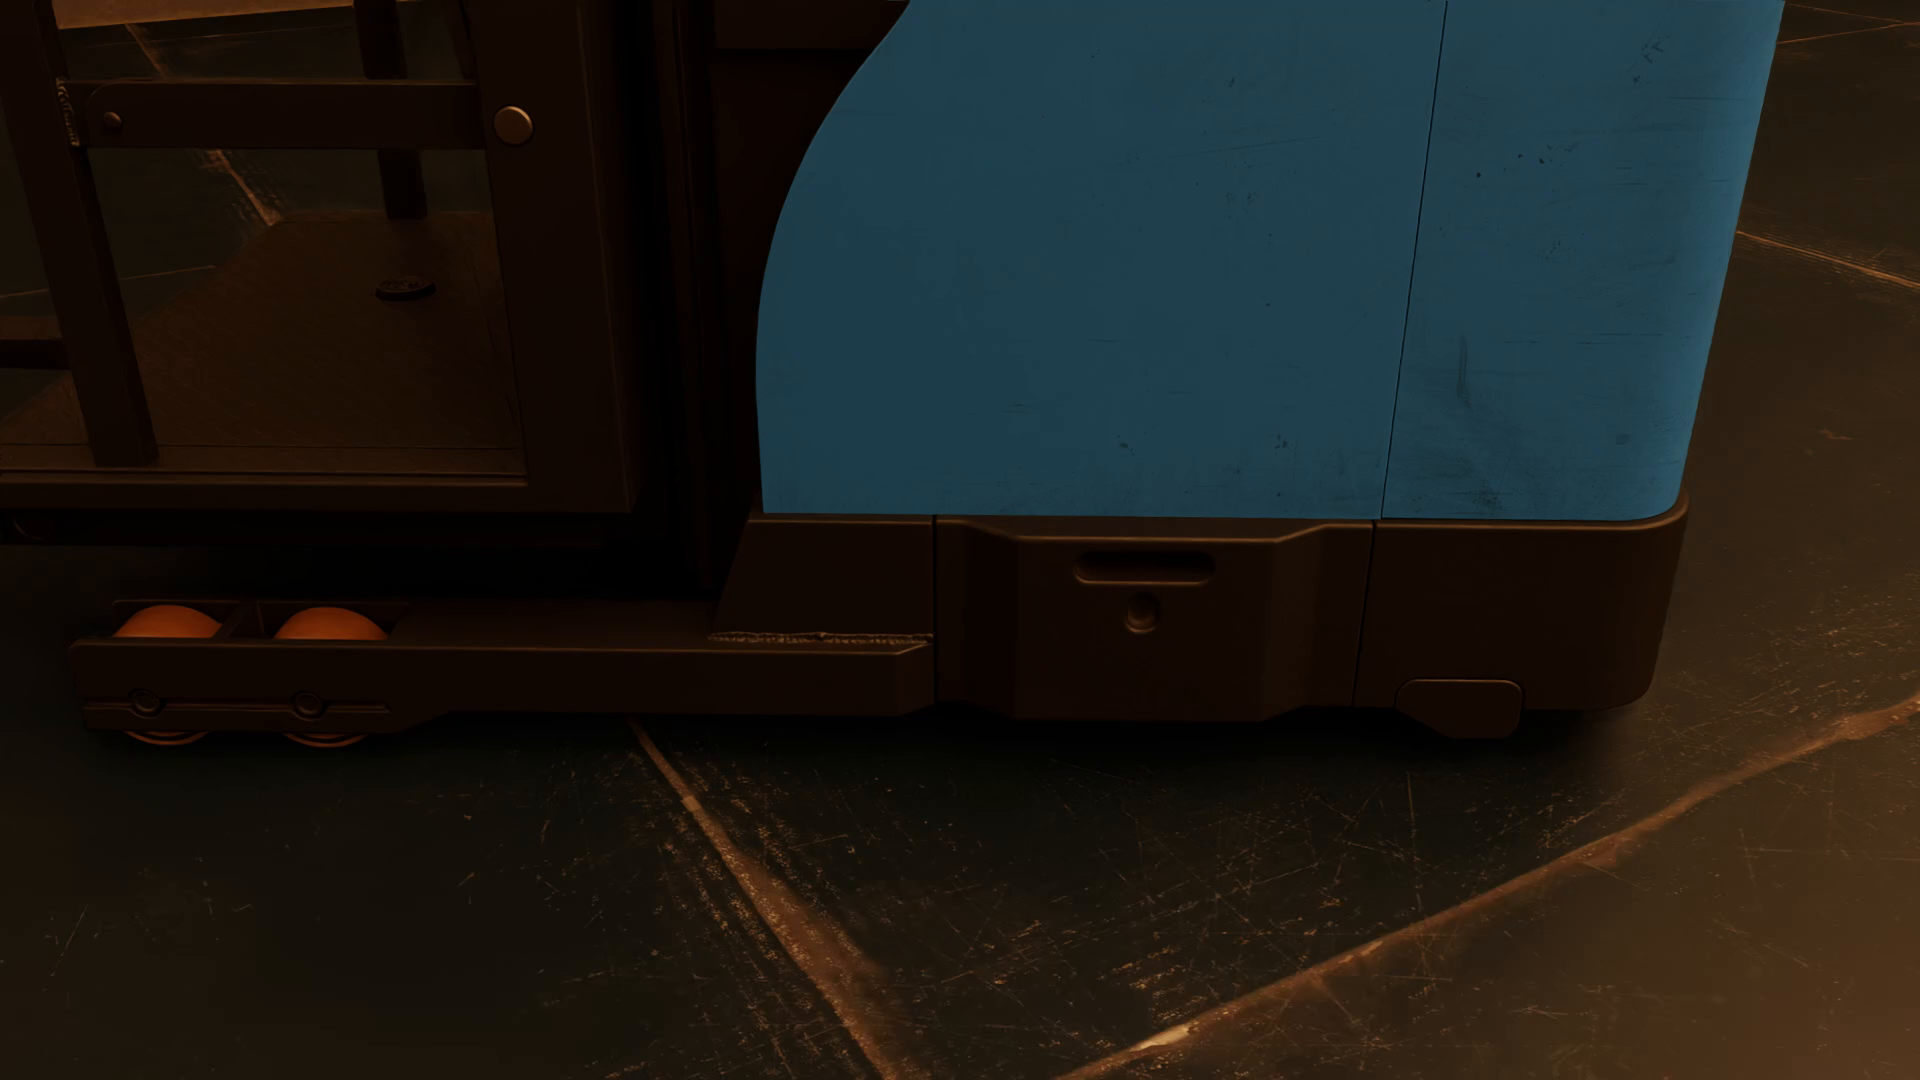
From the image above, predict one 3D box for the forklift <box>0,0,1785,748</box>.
[{"bbox_3d":[-0.663,-1.295,1.813,3.031,2.935,1.130,1,27,1],"label":"forklift"}]
